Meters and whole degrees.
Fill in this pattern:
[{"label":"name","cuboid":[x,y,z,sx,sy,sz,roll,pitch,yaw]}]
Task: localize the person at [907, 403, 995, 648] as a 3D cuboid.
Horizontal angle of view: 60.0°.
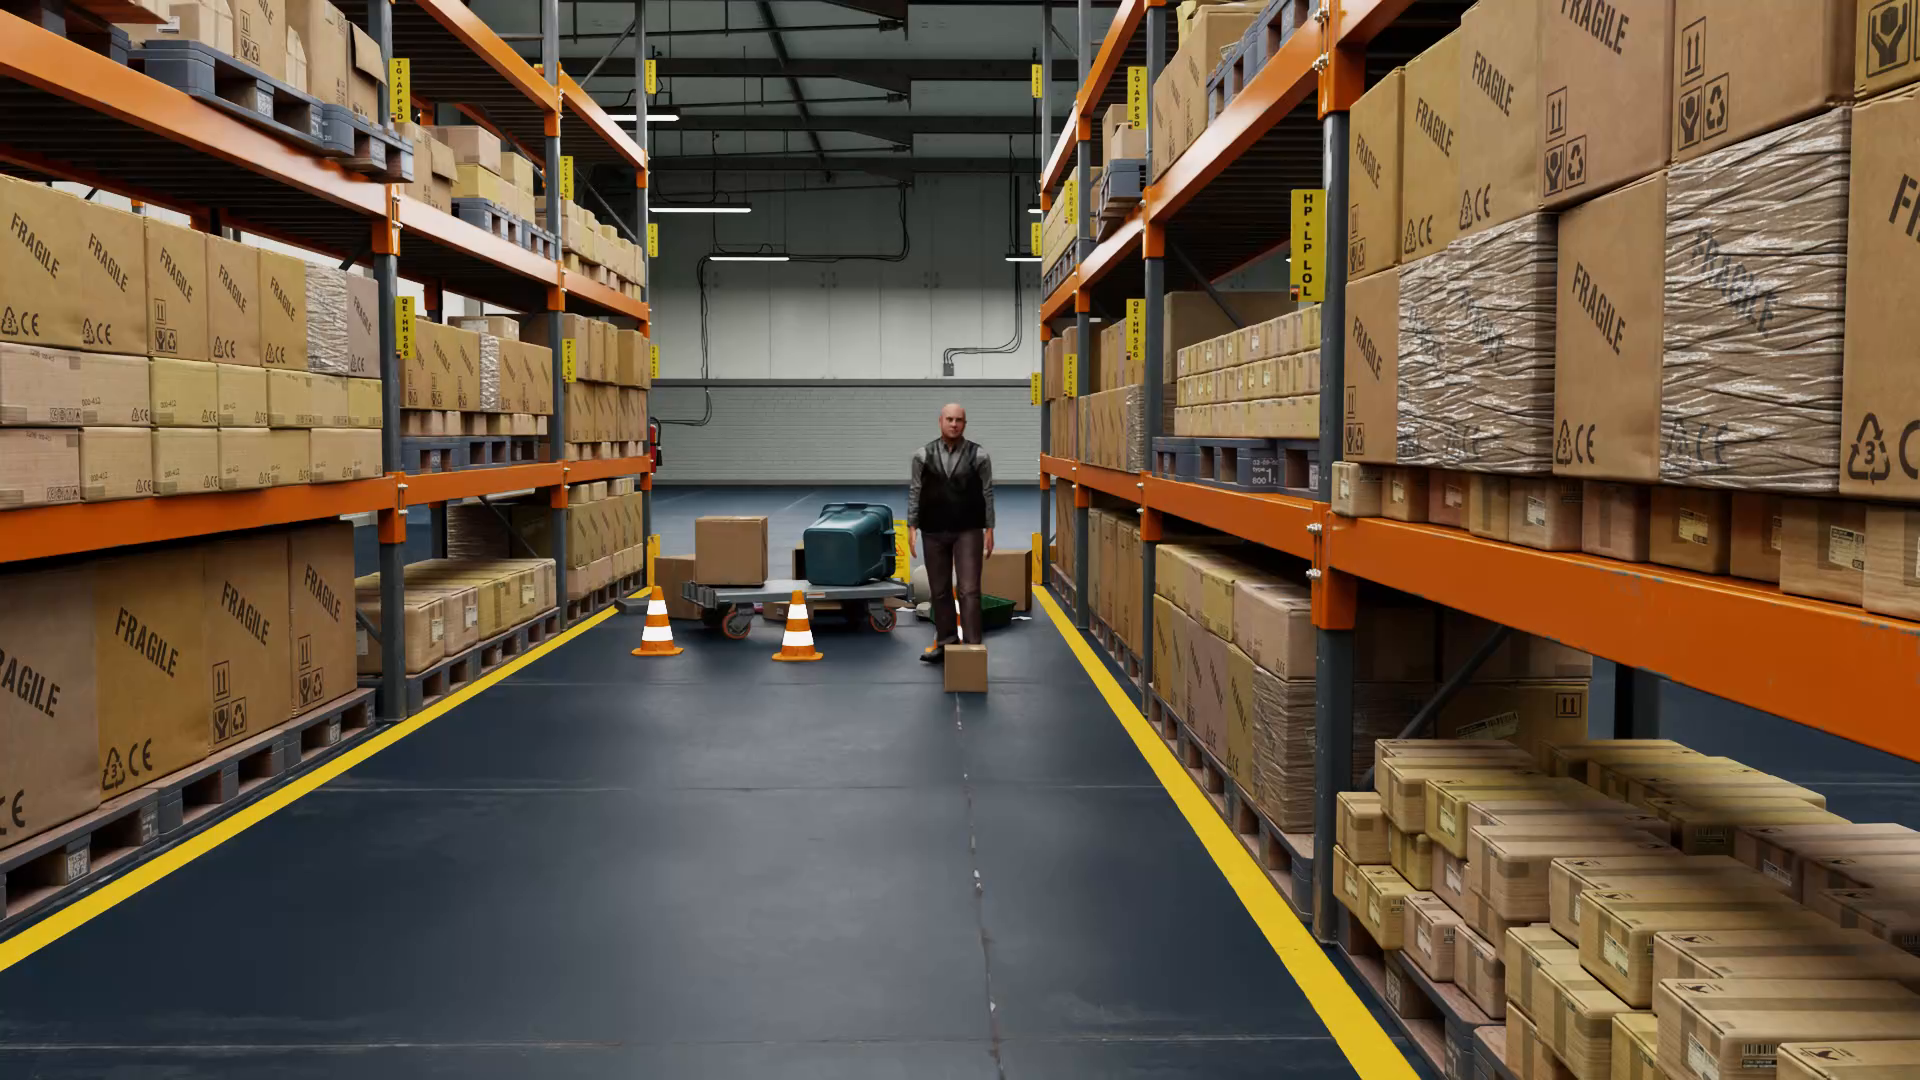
[{"label":"person","cuboid":[-0.060,-0.059,10.847,0.563,1.663,0.501,1,4,11]}]
